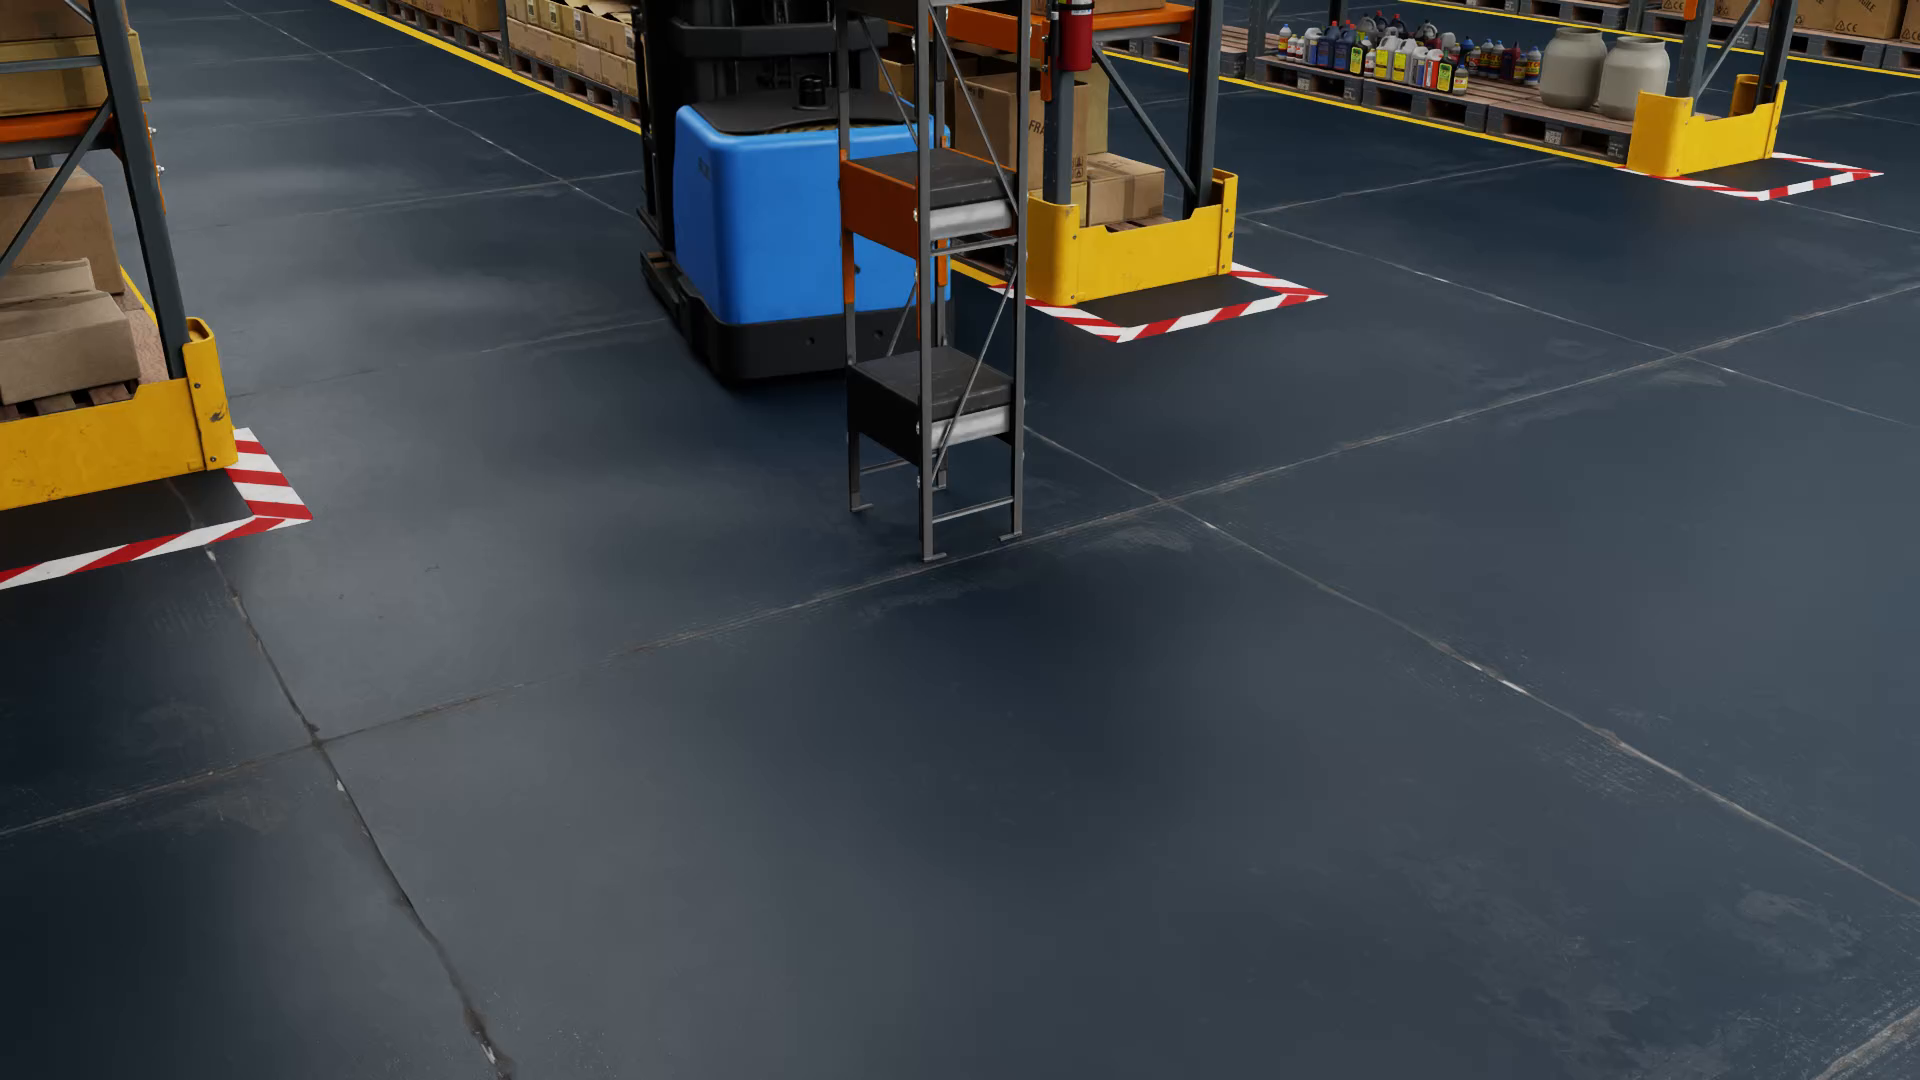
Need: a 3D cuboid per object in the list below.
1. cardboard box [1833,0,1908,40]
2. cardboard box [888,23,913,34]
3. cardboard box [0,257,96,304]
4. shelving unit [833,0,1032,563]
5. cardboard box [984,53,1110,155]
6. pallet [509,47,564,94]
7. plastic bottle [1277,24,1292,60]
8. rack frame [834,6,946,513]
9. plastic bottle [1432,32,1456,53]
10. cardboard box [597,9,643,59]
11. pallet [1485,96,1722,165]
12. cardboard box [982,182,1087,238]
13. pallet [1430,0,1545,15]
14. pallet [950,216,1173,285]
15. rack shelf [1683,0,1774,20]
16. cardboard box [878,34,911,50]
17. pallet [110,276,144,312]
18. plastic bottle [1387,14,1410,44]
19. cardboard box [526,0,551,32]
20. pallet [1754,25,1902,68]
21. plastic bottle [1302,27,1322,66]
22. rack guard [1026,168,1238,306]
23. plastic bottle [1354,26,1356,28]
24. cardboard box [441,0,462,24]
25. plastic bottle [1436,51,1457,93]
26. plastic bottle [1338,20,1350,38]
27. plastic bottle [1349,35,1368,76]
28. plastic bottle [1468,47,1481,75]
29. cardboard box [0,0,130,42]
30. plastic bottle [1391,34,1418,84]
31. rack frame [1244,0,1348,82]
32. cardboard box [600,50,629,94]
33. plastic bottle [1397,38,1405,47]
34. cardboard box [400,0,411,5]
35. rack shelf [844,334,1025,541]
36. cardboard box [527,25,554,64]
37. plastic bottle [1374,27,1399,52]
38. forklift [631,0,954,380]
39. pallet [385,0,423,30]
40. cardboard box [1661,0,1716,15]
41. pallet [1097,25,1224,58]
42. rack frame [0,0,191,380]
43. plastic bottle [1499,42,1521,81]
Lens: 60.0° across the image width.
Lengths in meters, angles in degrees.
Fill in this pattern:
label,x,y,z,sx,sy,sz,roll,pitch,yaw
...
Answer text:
label,x,y,z,sx,sy,sz,roll,pitch,yaw
cardboard box,8.150,-4.730,14.693,0.500,0.500,0.500,-13,28,-25
cardboard box,-0.352,-2.944,10.323,0.500,0.500,0.500,-16,29,-30
cardboard box,-3.906,-1.002,6.993,0.500,0.311,0.500,-13,28,-25
shelving unit,-0.090,-1.009,5.427,0.431,2.100,0.503,-16,29,-30
cardboard box,0.475,-2.410,9.191,0.500,0.500,0.500,-16,29,-30
pallet,-3.095,-3.999,13.974,1.003,0.211,1.213,-16,29,-30
plastic bottle,2.631,-4.035,13.464,0.097,0.271,0.097,0,25,0
rack frame,-0.224,-1.096,5.612,0.400,2.100,0.015,-16,29,-30
plastic bottle,3.784,-3.847,13.060,0.152,0.276,0.135,-15,29,-29
cardboard box,-2.349,-3.775,12.304,0.500,0.311,0.500,-16,29,-30
pallet,4.488,-2.902,11.650,1.003,0.211,1.213,-16,29,-30
cardboard box,0.315,-1.772,8.718,0.500,0.250,0.500,-16,29,-30
pallet,5.878,-5.894,17.988,1.003,0.211,1.213,-16,29,-30
pallet,0.403,-1.705,9.114,1.003,0.211,1.213,-16,29,-30
rack shelf,3.916,-4.245,12.071,1.077,0.370,4.000,-16,29,-30
cardboard box,-0.516,-2.644,9.687,0.500,0.500,0.500,-16,29,-30
pallet,-4.410,-1.047,7.721,1.003,0.211,1.213,-16,29,-30
plastic bottle,3.522,-4.055,13.414,0.144,0.351,0.185,-17,30,-32
cardboard box,-3.178,-4.322,13.463,0.500,0.311,0.500,-16,30,-31
pallet,8.041,-4.510,15.057,1.003,0.211,1.213,-16,29,-30
plastic bottle,2.830,-3.928,13.231,0.152,0.276,0.135,-14,29,-28
rack guard,0.869,-1.563,8.476,1.175,0.500,0.348,-16,29,-30
plastic bottle,3.284,-4.162,13.816,0.097,0.201,0.097,0,25,0
cardboard box,-4.501,-5.097,15.446,0.500,0.500,0.500,-17,30,-31
plastic bottle,3.559,-3.418,12.143,0.061,0.283,0.133,-15,29,-28
plastic bottle,3.038,-3.935,13.160,0.144,0.351,0.185,-16,29,-30
plastic bottle,3.076,-3.735,12.814,0.061,0.283,0.133,-14,29,-27
plastic bottle,3.984,-3.704,12.844,0.097,0.201,0.097,0,25,0
cardboard box,-3.301,-2.067,5.890,0.500,0.500,0.500,-15,29,-30
plastic bottle,3.354,-3.615,12.482,0.144,0.351,0.185,-14,29,-27
rack frame,2.824,-5.286,13.433,1.000,3.000,0.127,-16,29,-30
cardboard box,-2.351,-3.524,12.431,0.500,0.250,0.500,-15,29,-28
plastic bottle,3.363,-3.692,12.731,0.152,0.276,0.135,-16,29,-30
cardboard box,-5.335,-5.645,16.606,0.500,0.500,0.500,-15,29,-29
rack shelf,-0.090,-0.363,5.732,0.431,0.518,0.480,-16,29,-30
cardboard box,-3.196,-4.075,13.597,0.500,0.250,0.500,-16,30,-31
plastic bottle,3.412,-3.978,13.338,0.152,0.276,0.135,-16,29,-30
forklift,-0.998,-2.607,7.839,1.130,2.935,3.031,-9,27,-18
pallet,-5.219,-5.451,17.050,1.003,0.211,1.213,-16,29,-30
cardboard box,7.159,-5.347,15.999,0.500,0.500,0.500,-17,30,-31
pallet,1.693,-4.733,15.530,1.003,0.211,1.213,-16,29,-30
rack frame,-3.293,-1.546,5.512,1.000,3.000,0.127,-16,29,-30
plastic bottle,4.171,-3.632,12.597,0.061,0.283,0.133,-15,29,-29
